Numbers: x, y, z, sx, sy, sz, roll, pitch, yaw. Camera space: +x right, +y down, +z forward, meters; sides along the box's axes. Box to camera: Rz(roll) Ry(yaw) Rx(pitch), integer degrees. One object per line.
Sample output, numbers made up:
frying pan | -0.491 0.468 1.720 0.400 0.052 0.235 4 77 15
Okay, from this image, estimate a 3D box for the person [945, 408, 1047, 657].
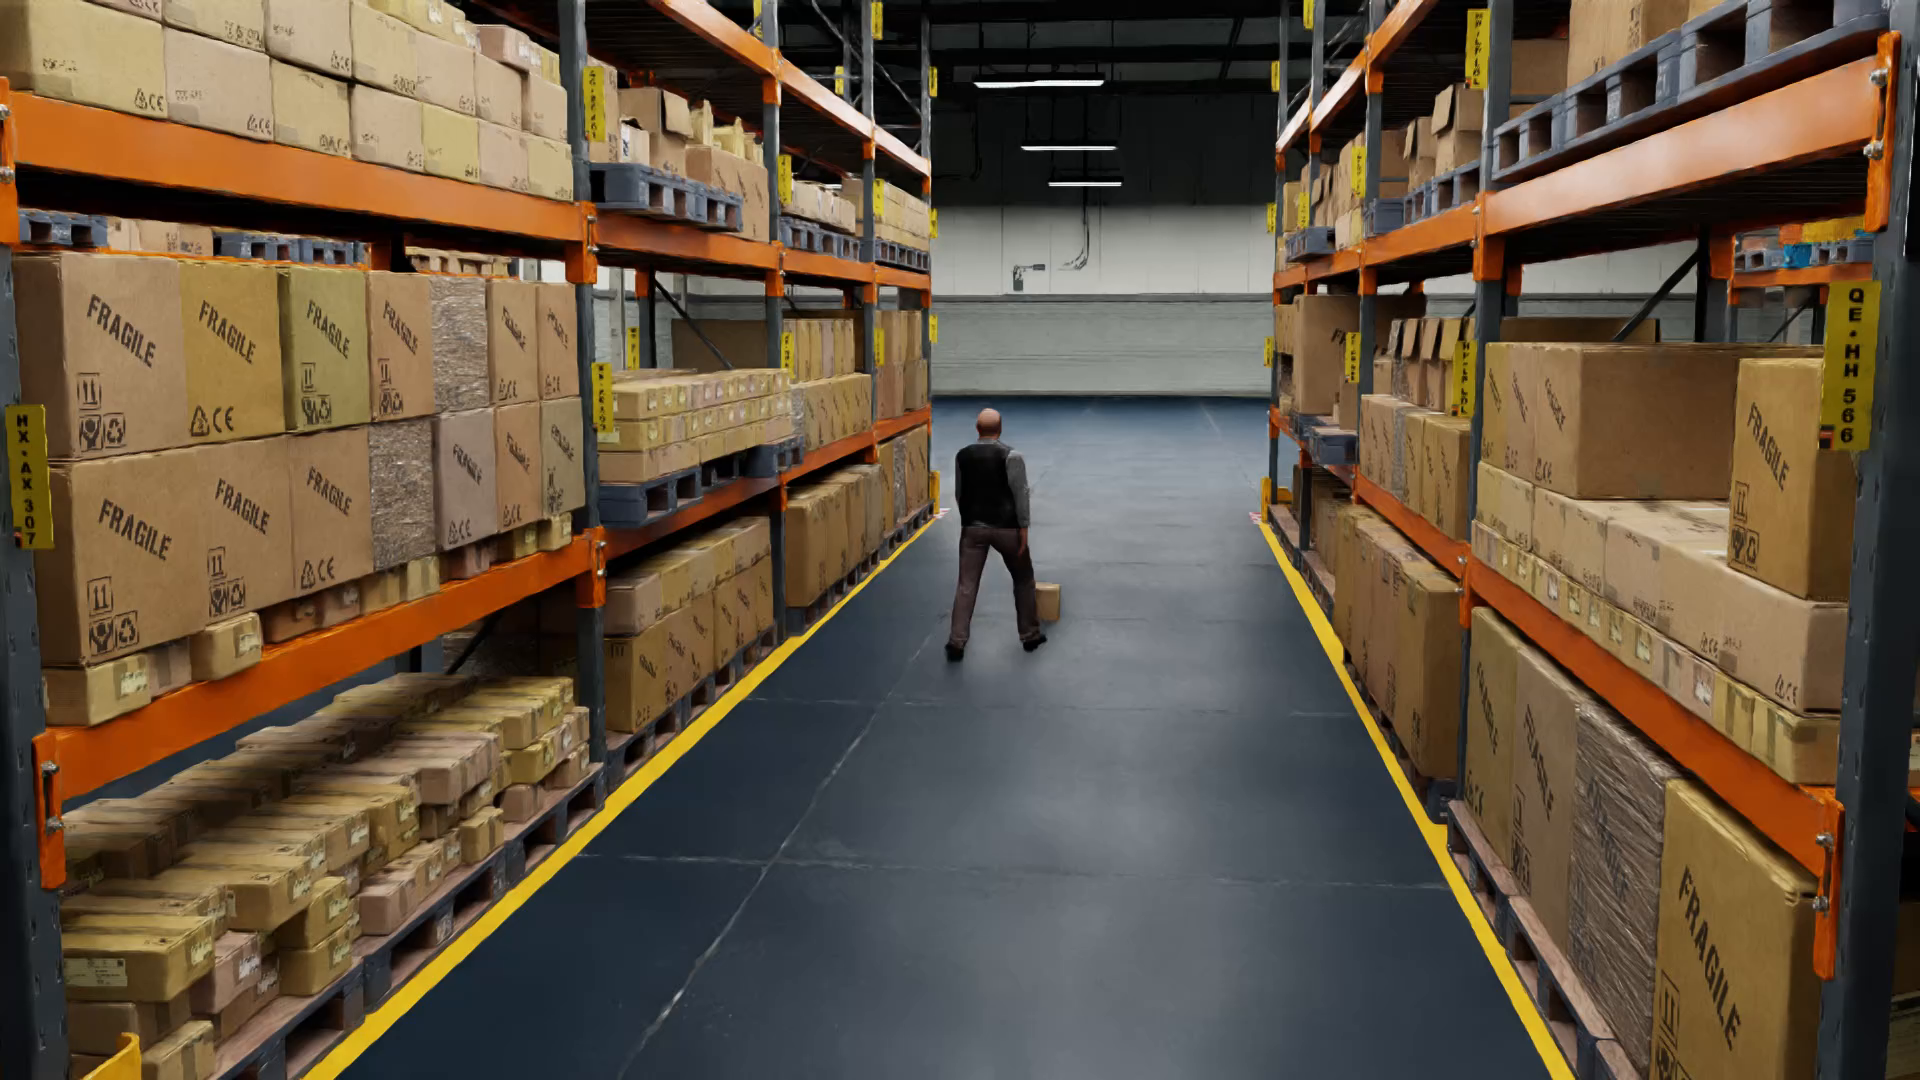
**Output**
person | 0.238 -0.061 11.468 0.599 1.687 0.800 2 8 16
